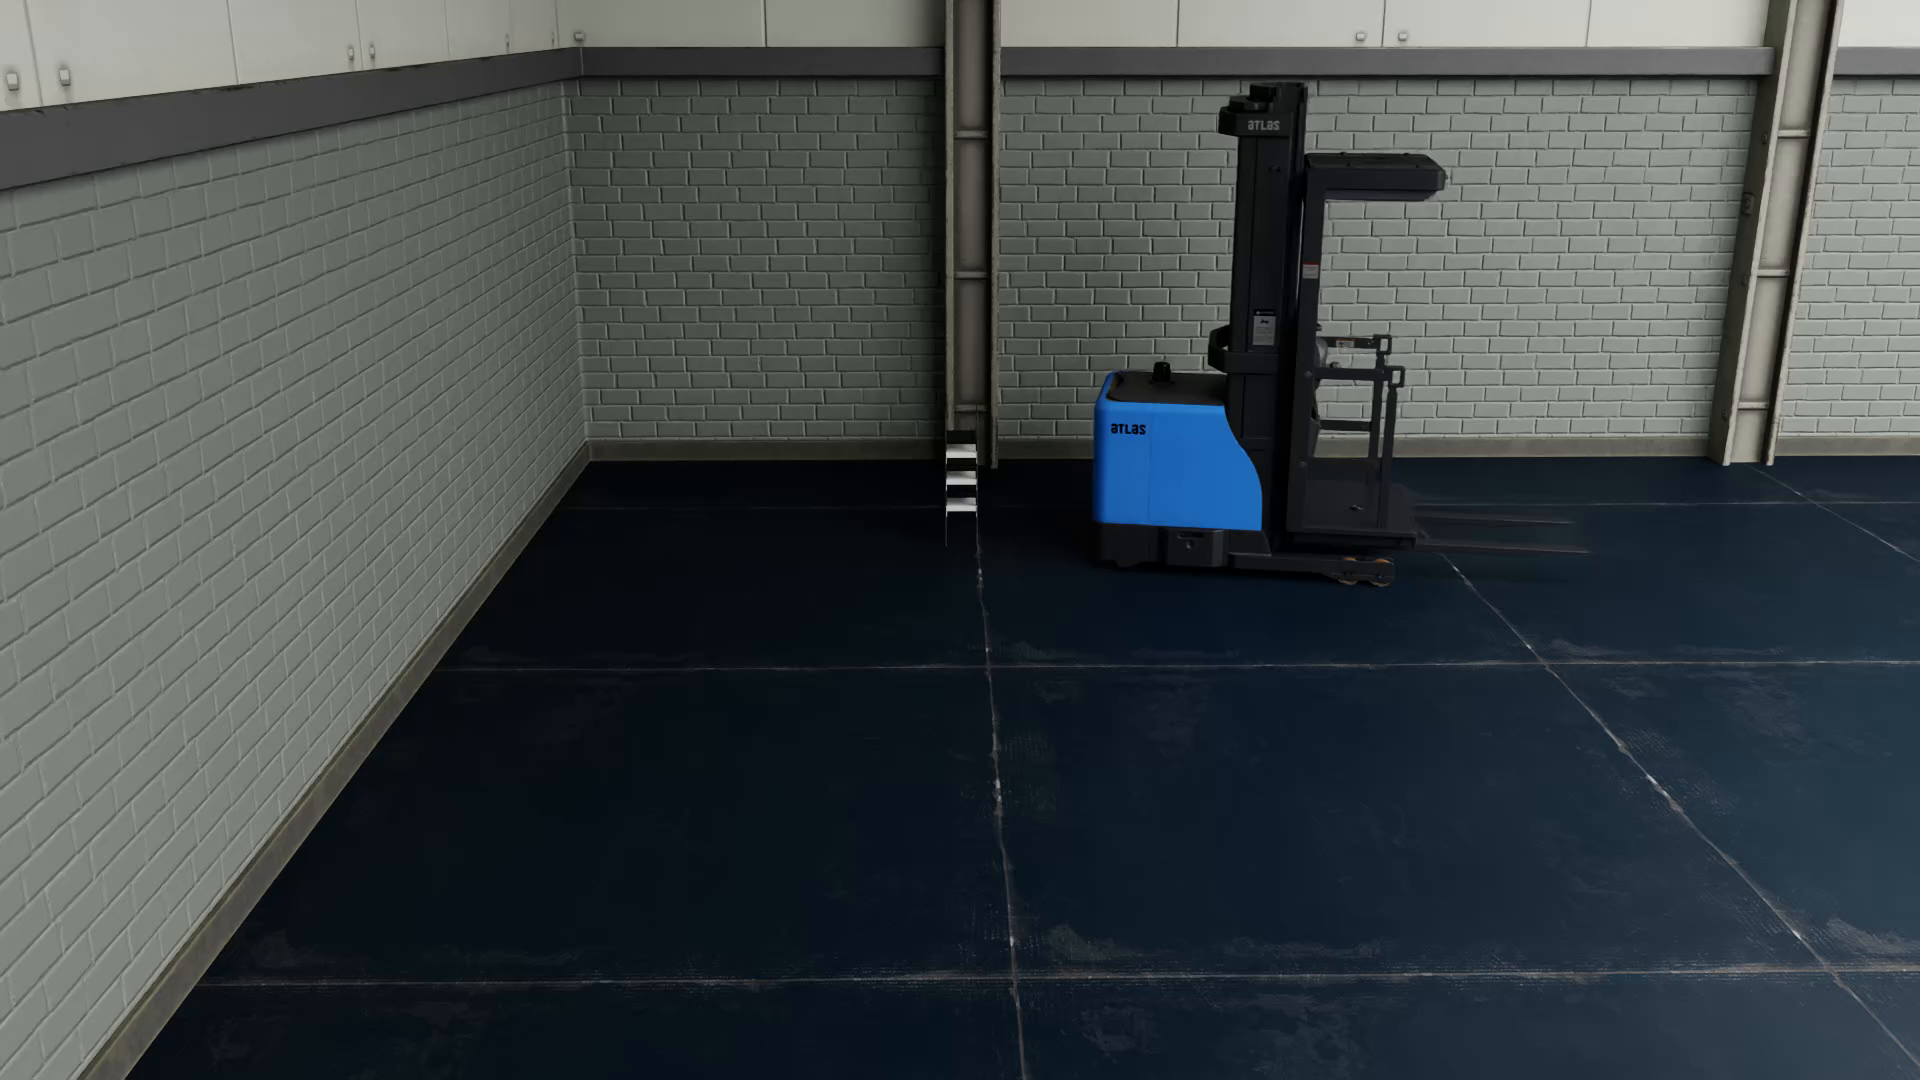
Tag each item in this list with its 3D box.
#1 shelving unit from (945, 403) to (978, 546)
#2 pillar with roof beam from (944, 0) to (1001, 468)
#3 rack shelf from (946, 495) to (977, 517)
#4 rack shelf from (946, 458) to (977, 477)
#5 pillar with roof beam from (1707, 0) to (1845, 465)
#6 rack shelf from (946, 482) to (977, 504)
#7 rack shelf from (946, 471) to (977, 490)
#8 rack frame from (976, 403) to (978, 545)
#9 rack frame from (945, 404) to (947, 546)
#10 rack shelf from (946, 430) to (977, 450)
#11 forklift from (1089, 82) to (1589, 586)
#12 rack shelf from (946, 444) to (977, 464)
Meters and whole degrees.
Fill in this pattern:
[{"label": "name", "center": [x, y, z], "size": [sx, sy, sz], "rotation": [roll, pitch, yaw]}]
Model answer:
[{"label": "shelving unit", "center": [0.008, -0.429, 10.910], "size": [0.210, 0.900, 0.258], "rotation": [0, 18, -1]}, {"label": "pillar with roof beam", "center": [0.156, -3.566, 7.433], "size": [0.400, 9.000, 9.100], "rotation": [0, 18, -1]}, {"label": "rack shelf", "center": [0.008, -0.225, 10.975], "size": [0.200, 0.077, 0.258], "rotation": [0, 18, -1]}, {"label": "rack shelf", "center": [0.008, -0.482, 10.893], "size": [0.200, 0.077, 0.258], "rotation": [0, 18, -1]}, {"label": "pillar with roof beam", "center": [6.155, -3.595, 7.523], "size": [0.400, 9.000, 9.100], "rotation": [0, 18, -1]}, {"label": "rack shelf", "center": [0.008, -0.311, 10.948], "size": [0.200, 0.077, 0.258], "rotation": [0, 18, -1]}, {"label": "rack shelf", "center": [0.008, -0.397, 10.920], "size": [0.200, 0.077, 0.258], "rotation": [0, 18, -1]}, {"label": "rack frame", "center": [0.110, -0.429, 10.912], "size": [0.006, 0.900, 0.240], "rotation": [0, 18, -1]}, {"label": "rack frame", "center": [-0.094, -0.428, 10.909], "size": [0.006, 0.900, 0.240], "rotation": [0, 18, -1]}, {"label": "rack shelf", "center": [0.008, -0.654, 10.838], "size": [0.200, 0.077, 0.258], "rotation": [0, 18, -1]}, {"label": "forklift", "center": [2.379, -1.287, 10.261], "size": [3.031, 2.935, 1.130], "rotation": [3, 18, 9]}, {"label": "rack shelf", "center": [0.008, -0.568, 10.865], "size": [0.200, 0.077, 0.258], "rotation": [0, 18, -1]}]
